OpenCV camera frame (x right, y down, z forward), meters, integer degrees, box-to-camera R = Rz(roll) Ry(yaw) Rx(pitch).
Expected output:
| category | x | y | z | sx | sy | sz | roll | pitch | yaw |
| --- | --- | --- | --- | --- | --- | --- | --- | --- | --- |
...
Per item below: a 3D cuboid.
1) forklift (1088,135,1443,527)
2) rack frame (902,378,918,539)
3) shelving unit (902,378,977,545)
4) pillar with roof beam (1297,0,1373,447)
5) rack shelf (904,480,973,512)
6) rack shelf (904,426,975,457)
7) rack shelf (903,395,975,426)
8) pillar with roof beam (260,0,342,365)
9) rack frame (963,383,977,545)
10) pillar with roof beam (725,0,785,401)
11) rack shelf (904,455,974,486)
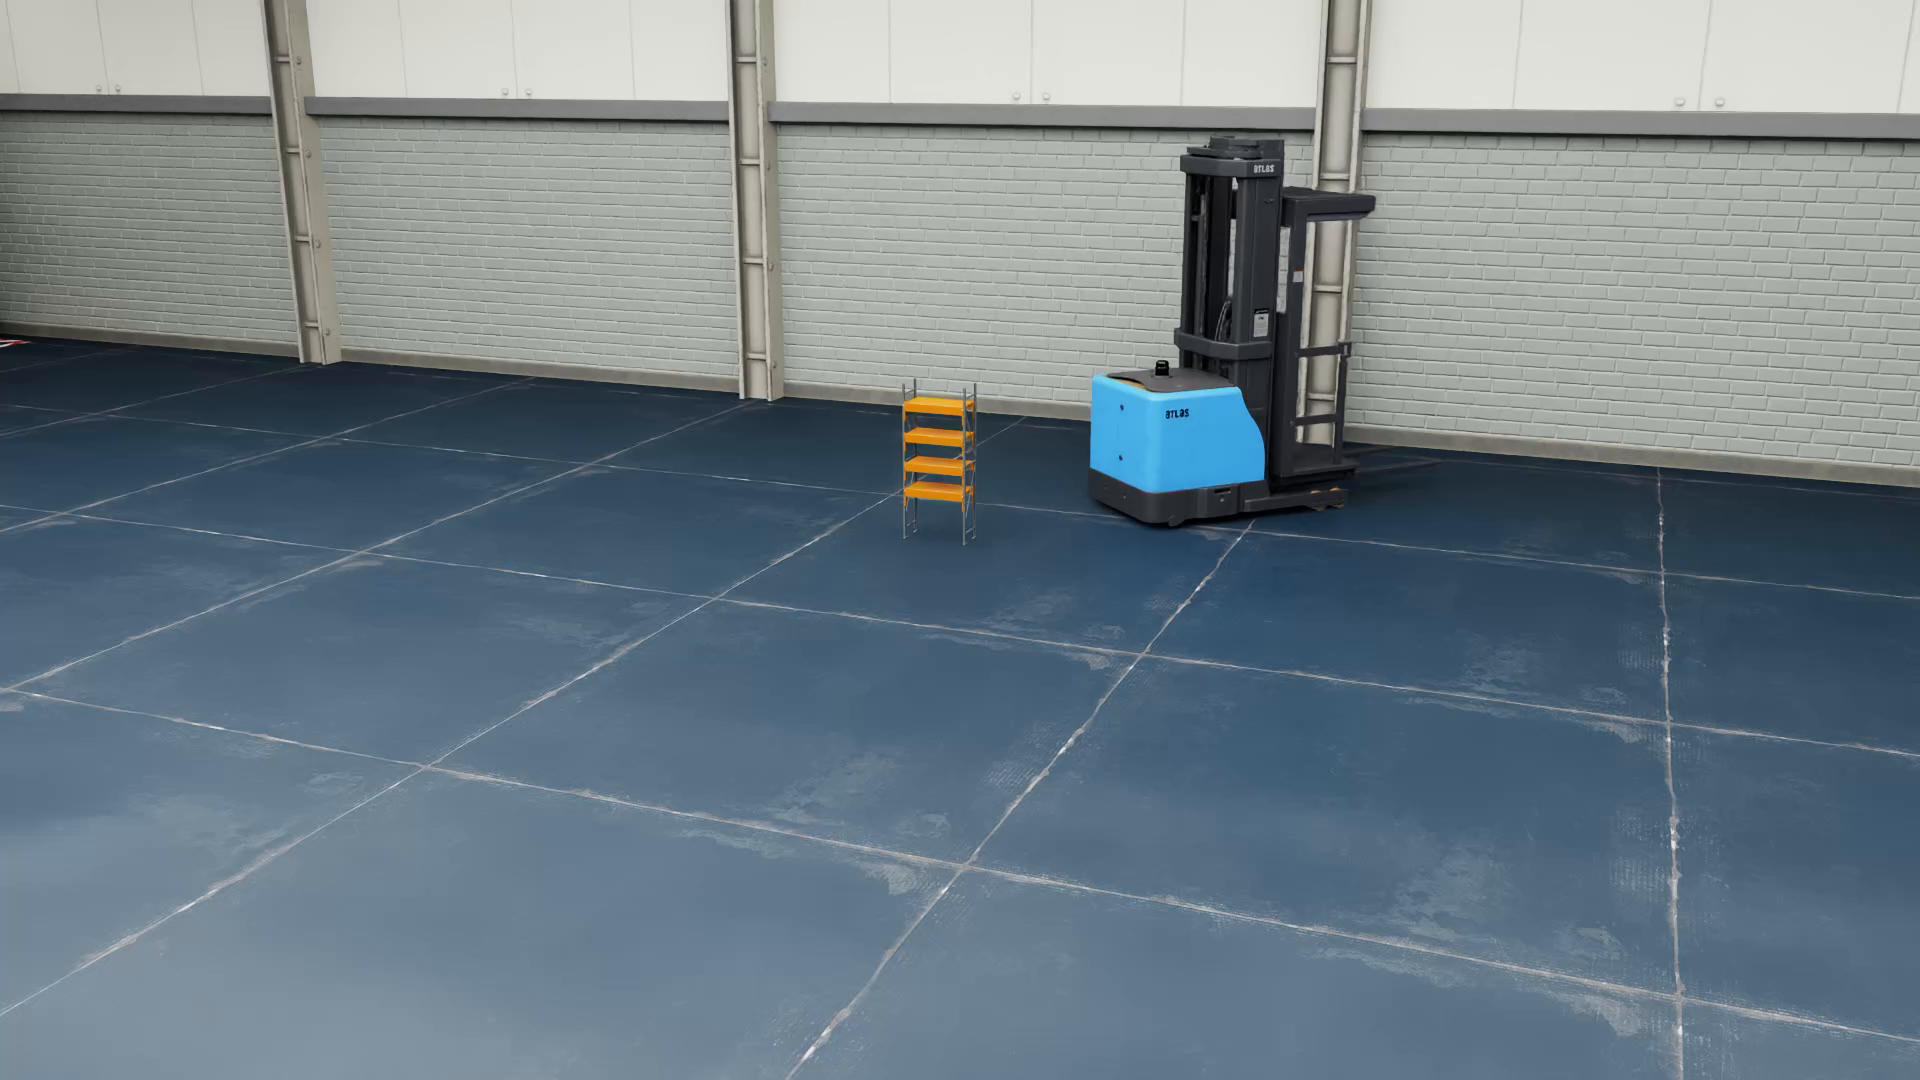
| category | x | y | z | sx | sy | sz | roll | pitch | yaw |
| --- | --- | --- | --- | --- | --- | --- | --- | --- | --- |
| forklift | 2.611 | -1.768 | 13.508 | 3.031 | 2.935 | 1.130 | -7 | 18 | -24 |
| rack frame | -0.381 | -0.618 | 12.651 | 0.015 | 1.200 | 0.240 | 6 | 17 | 21 |
| shelving unit | -0.154 | -0.593 | 12.565 | 0.503 | 1.200 | 0.258 | 6 | 17 | 21 |
| pillar with roof beam | 1.861 | -4.138 | 10.788 | 0.400 | 9.000 | 9.100 | 6 | 17 | 21 |
| rack shelf | -0.154 | -0.338 | 12.639 | 0.480 | 0.148 | 0.258 | 6 | 17 | 21 |
| rack shelf | -0.154 | -0.743 | 12.521 | 0.480 | 0.148 | 0.258 | 6 | 17 | 21 |
| rack shelf | -0.154 | -0.971 | 12.455 | 0.480 | 0.148 | 0.258 | 6 | 17 | 21 |
| pillar with roof beam | -9.302 | -5.366 | 15.016 | 0.400 | 9.000 | 9.100 | 6 | 17 | 21 |
| rack frame | 0.073 | -0.568 | 12.479 | 0.015 | 1.200 | 0.240 | 6 | 17 | 21 |
| pillar with roof beam | -3.720 | -4.752 | 12.902 | 0.400 | 9.000 | 9.100 | 6 | 17 | 21 |
| rack shelf | -0.154 | -0.529 | 12.583 | 0.480 | 0.148 | 0.258 | 6 | 17 | 21 |
